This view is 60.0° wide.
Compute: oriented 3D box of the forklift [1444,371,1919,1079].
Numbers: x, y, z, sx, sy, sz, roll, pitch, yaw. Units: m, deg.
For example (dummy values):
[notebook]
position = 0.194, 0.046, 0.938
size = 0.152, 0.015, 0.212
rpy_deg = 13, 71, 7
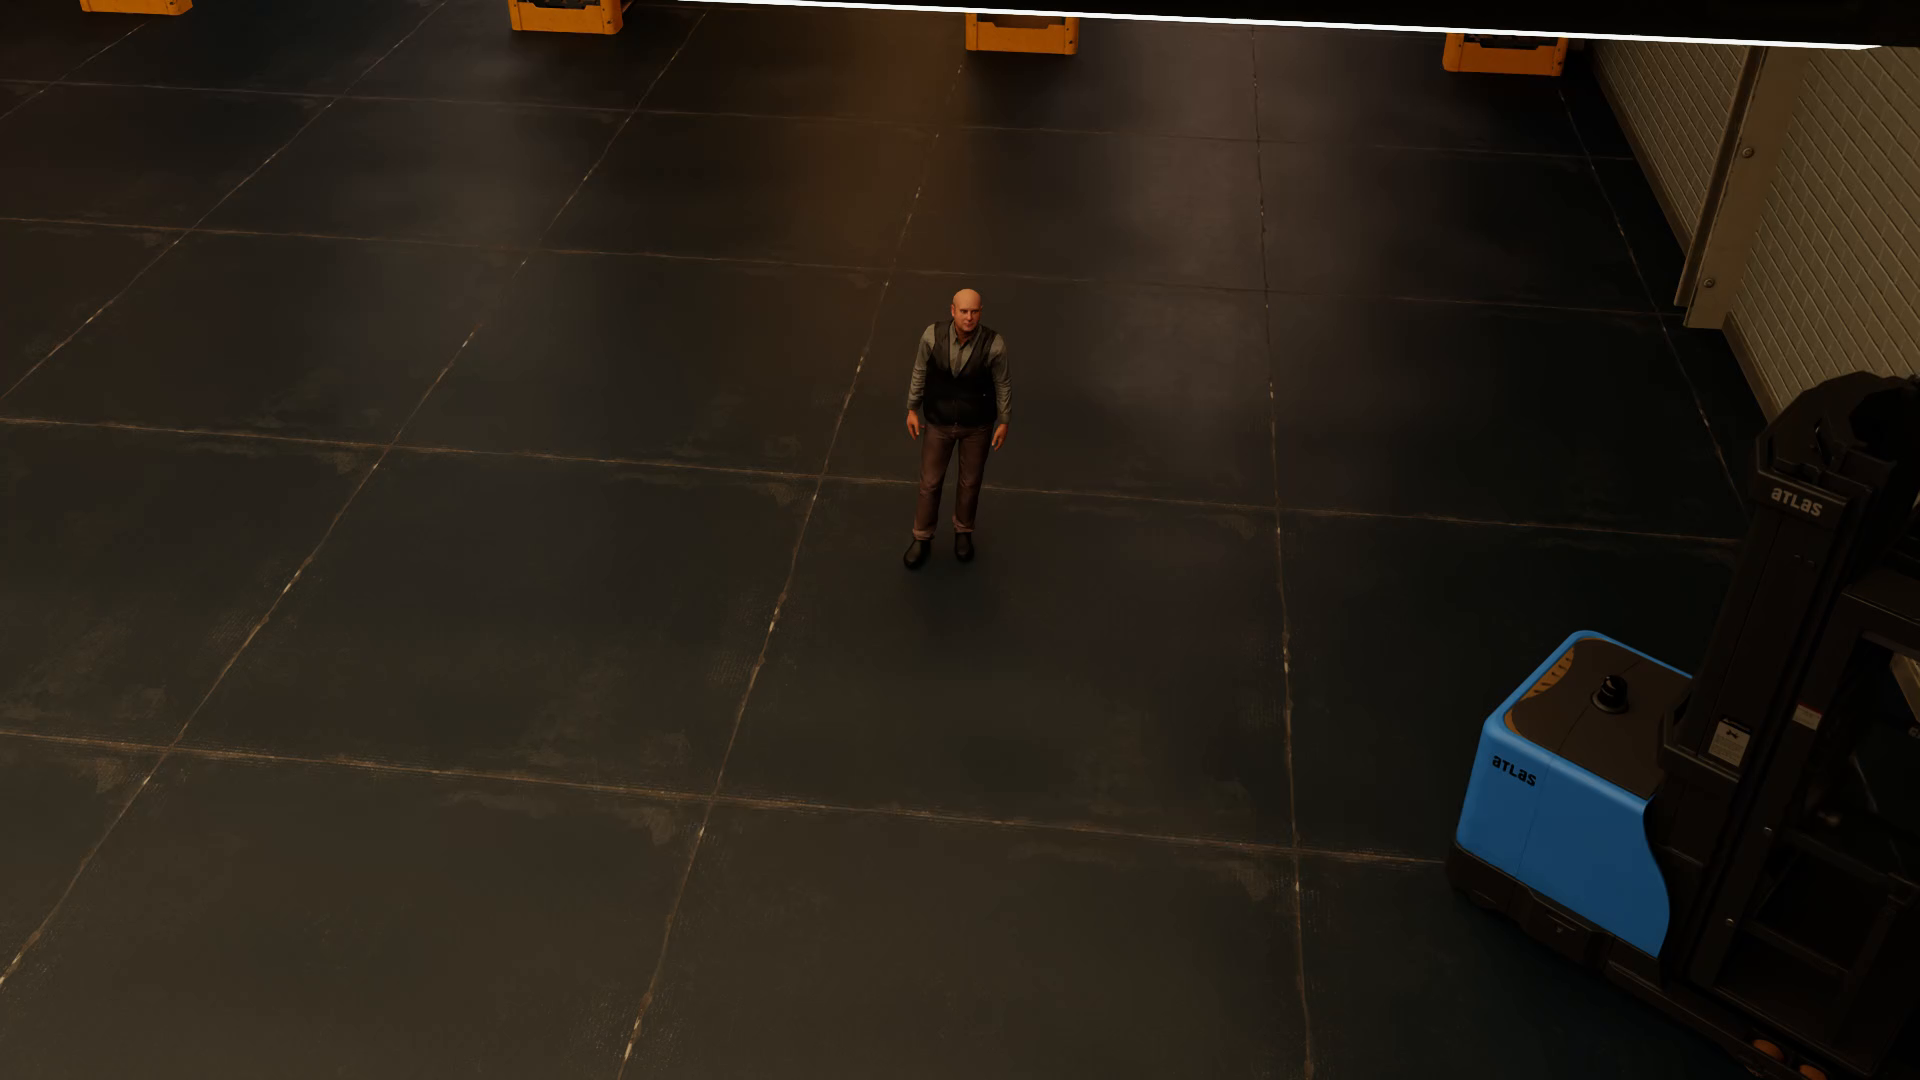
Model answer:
[forklift]
position = 3.798, 0.905, 6.802
size = 3.031, 2.935, 1.130
rpy_deg = 29, 45, 33

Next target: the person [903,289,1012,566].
[person]
position = -0.016, -0.658, 9.929
size = 0.633, 1.722, 0.551
rpy_deg = 4, 37, 6
